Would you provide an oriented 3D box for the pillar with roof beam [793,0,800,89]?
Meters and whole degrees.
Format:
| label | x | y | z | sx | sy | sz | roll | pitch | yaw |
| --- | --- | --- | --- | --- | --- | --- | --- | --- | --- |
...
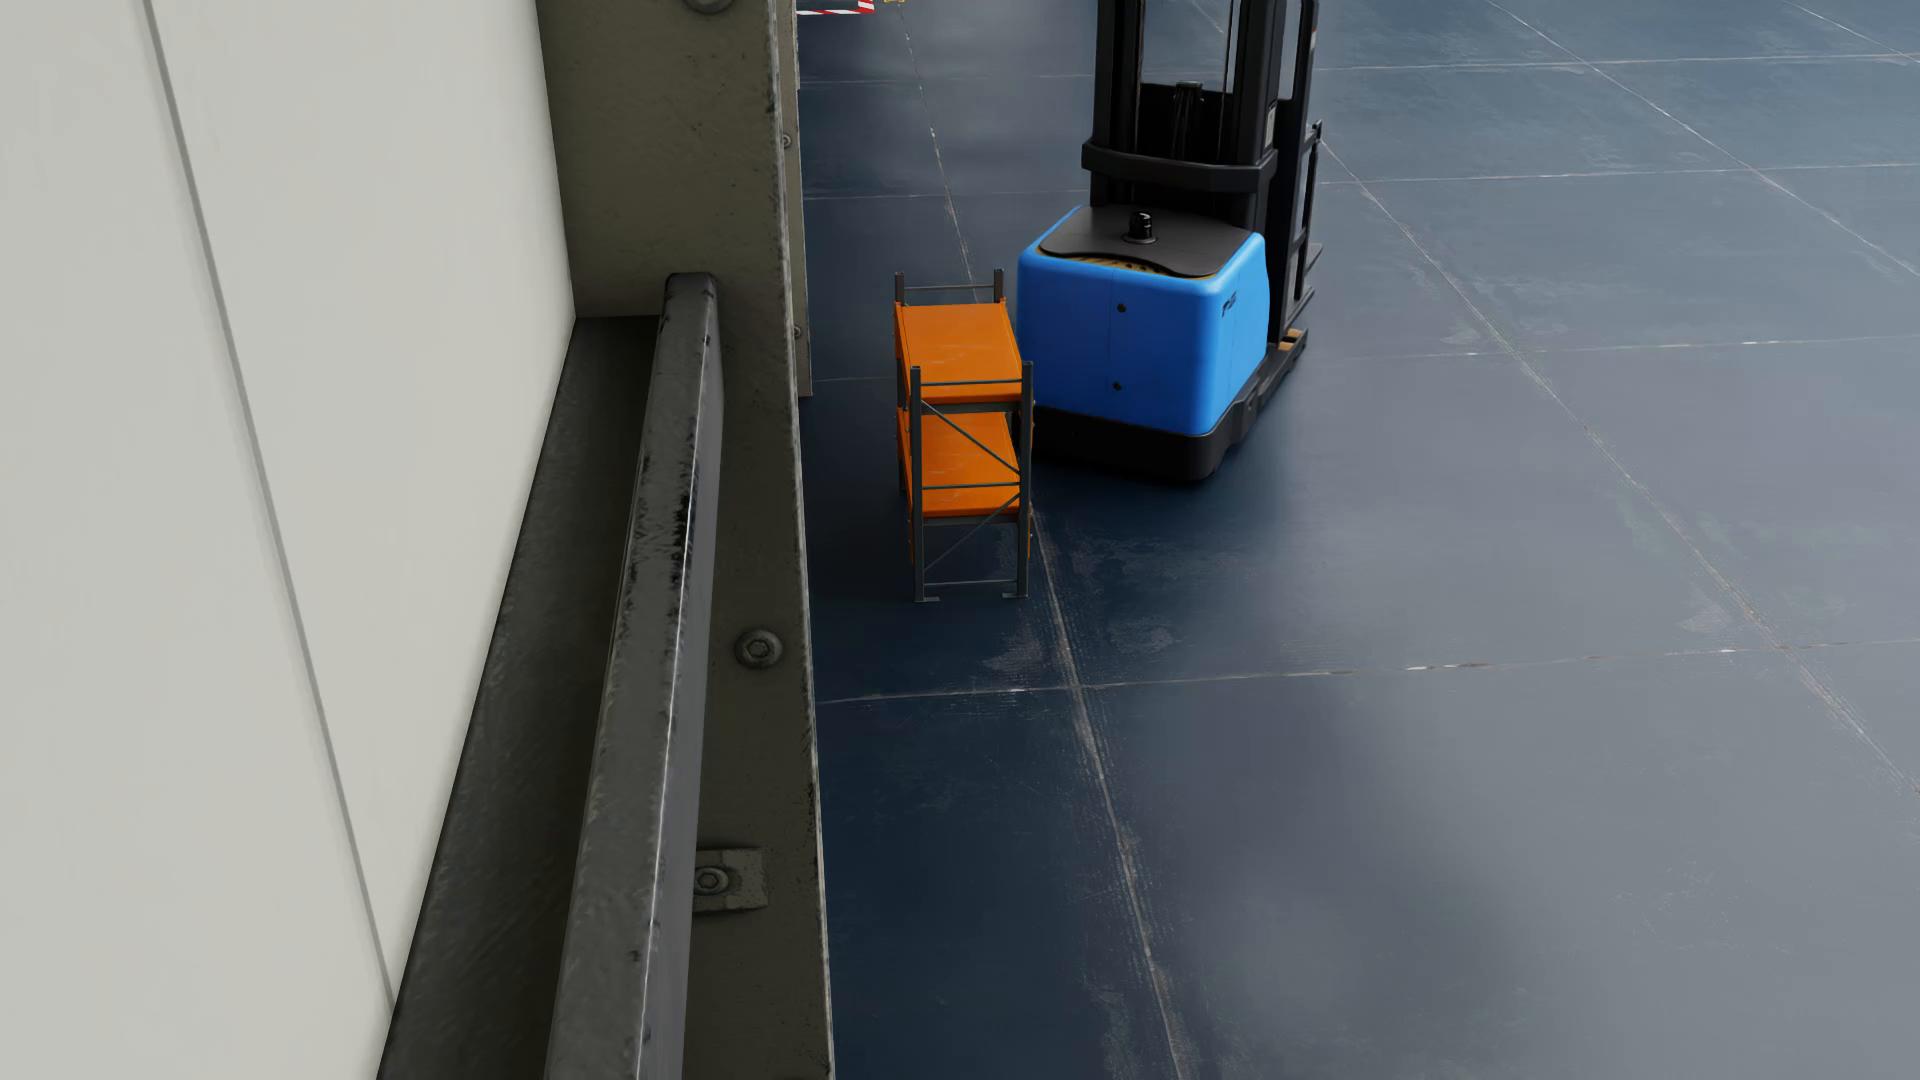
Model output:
| label | x | y | z | sx | sy | sz | roll | pitch | yaw |
| --- | --- | --- | --- | --- | --- | --- | --- | --- | --- |
| pillar with roof beam | 2.747 | -8.012 | 12.388 | 9.100 | 9.000 | 0.400 | -3 | 31 | -5 |

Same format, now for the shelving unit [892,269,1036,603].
| label | x | y | z | sx | sy | sz | roll | pitch | yaw |
| --- | --- | --- | --- | --- | --- | --- | --- | --- | --- |
| shelving unit | -0.001 | -0.486 | 7.467 | 0.538 | 1.125 | 1.048 | -3 | 31 | -5 |

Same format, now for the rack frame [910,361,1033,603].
| label | x | y | z | sx | sy | sz | roll | pitch | yaw |
| --- | --- | --- | --- | --- | --- | --- | --- | --- | --- |
| rack frame | 0.047 | -0.227 | 7.033 | 0.500 | 1.125 | 0.032 | -3 | 31 | -5 |

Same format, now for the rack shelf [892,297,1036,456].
| label | x | y | z | sx | sy | sz | roll | pitch | yaw |
| --- | --- | --- | --- | --- | --- | --- | --- | --- | --- |
| rack shelf | -0.001 | -0.738 | 7.317 | 0.538 | 0.278 | 1.000 | -3 | 31 | -5 |

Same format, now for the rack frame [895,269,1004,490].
| label | x | y | z | sx | sy | sz | roll | pitch | yaw |
| --- | --- | --- | --- | --- | --- | --- | --- | --- | --- |
| rack frame | -0.048 | -0.746 | 7.902 | 0.500 | 1.125 | 0.032 | -3 | 31 | -5 |

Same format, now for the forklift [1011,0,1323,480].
| label | x | y | z | sx | sy | sz | roll | pitch | yaw |
| --- | --- | --- | --- | --- | --- | --- | --- | --- | --- |
| forklift | 1.335 | -2.287 | 8.720 | 1.130 | 2.935 | 3.031 | 13 | 33 | 21 |

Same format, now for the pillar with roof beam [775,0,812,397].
| label | x | y | z | sx | sy | sz | roll | pitch | yaw |
| --- | --- | --- | --- | --- | --- | --- | --- | --- | --- |
| pillar with roof beam | 3.308 | -4.948 | 7.259 | 9.100 | 9.000 | 0.400 | -3 | 31 | -5 |

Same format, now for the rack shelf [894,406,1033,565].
| label | x | y | z | sx | sy | sz | roll | pitch | yaw |
| --- | --- | --- | --- | --- | --- | --- | --- | --- | --- |
| rack shelf | -0.001 | -0.276 | 7.593 | 0.538 | 0.278 | 1.000 | -3 | 31 | -5 |
